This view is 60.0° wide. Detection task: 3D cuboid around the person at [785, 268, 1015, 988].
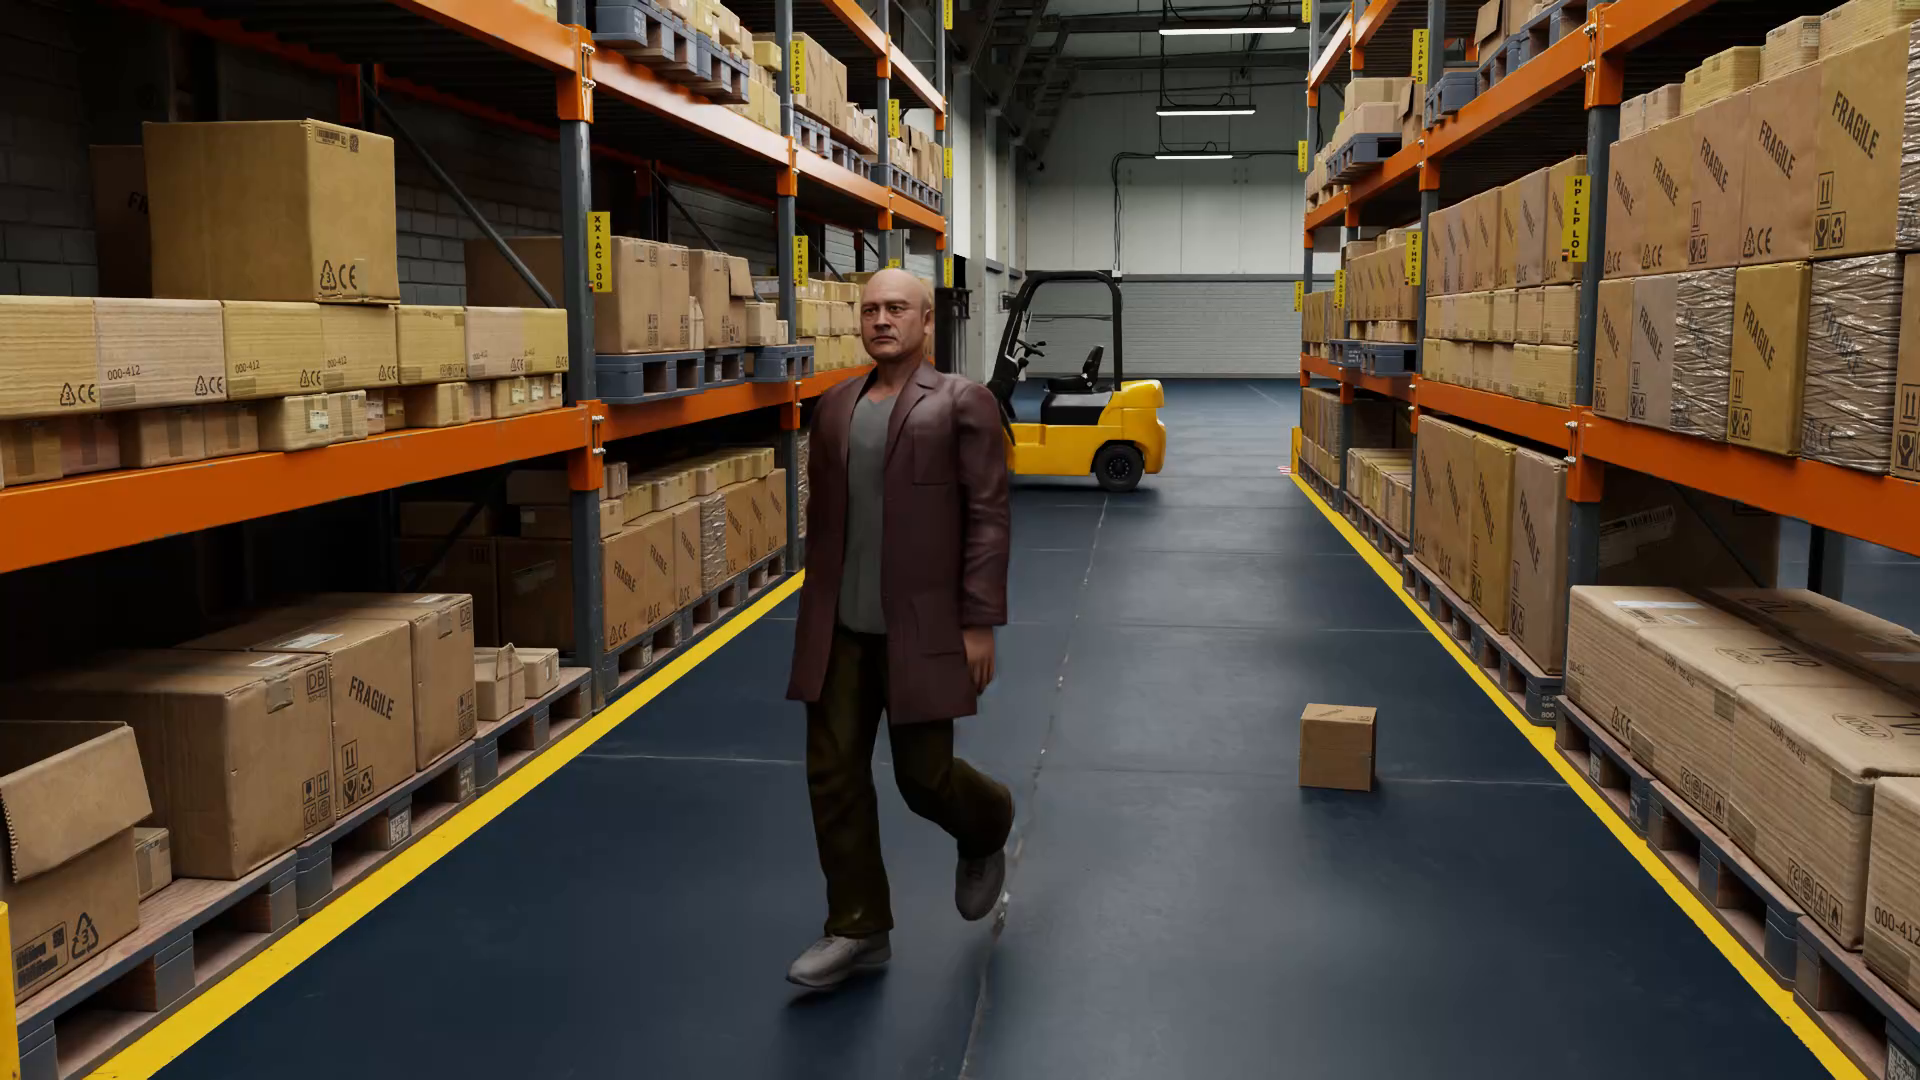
[{"bbox_3d":[-0.150,0.198,4.209,0.602,1.751,0.784,4,8,25],"label":"person"}]
